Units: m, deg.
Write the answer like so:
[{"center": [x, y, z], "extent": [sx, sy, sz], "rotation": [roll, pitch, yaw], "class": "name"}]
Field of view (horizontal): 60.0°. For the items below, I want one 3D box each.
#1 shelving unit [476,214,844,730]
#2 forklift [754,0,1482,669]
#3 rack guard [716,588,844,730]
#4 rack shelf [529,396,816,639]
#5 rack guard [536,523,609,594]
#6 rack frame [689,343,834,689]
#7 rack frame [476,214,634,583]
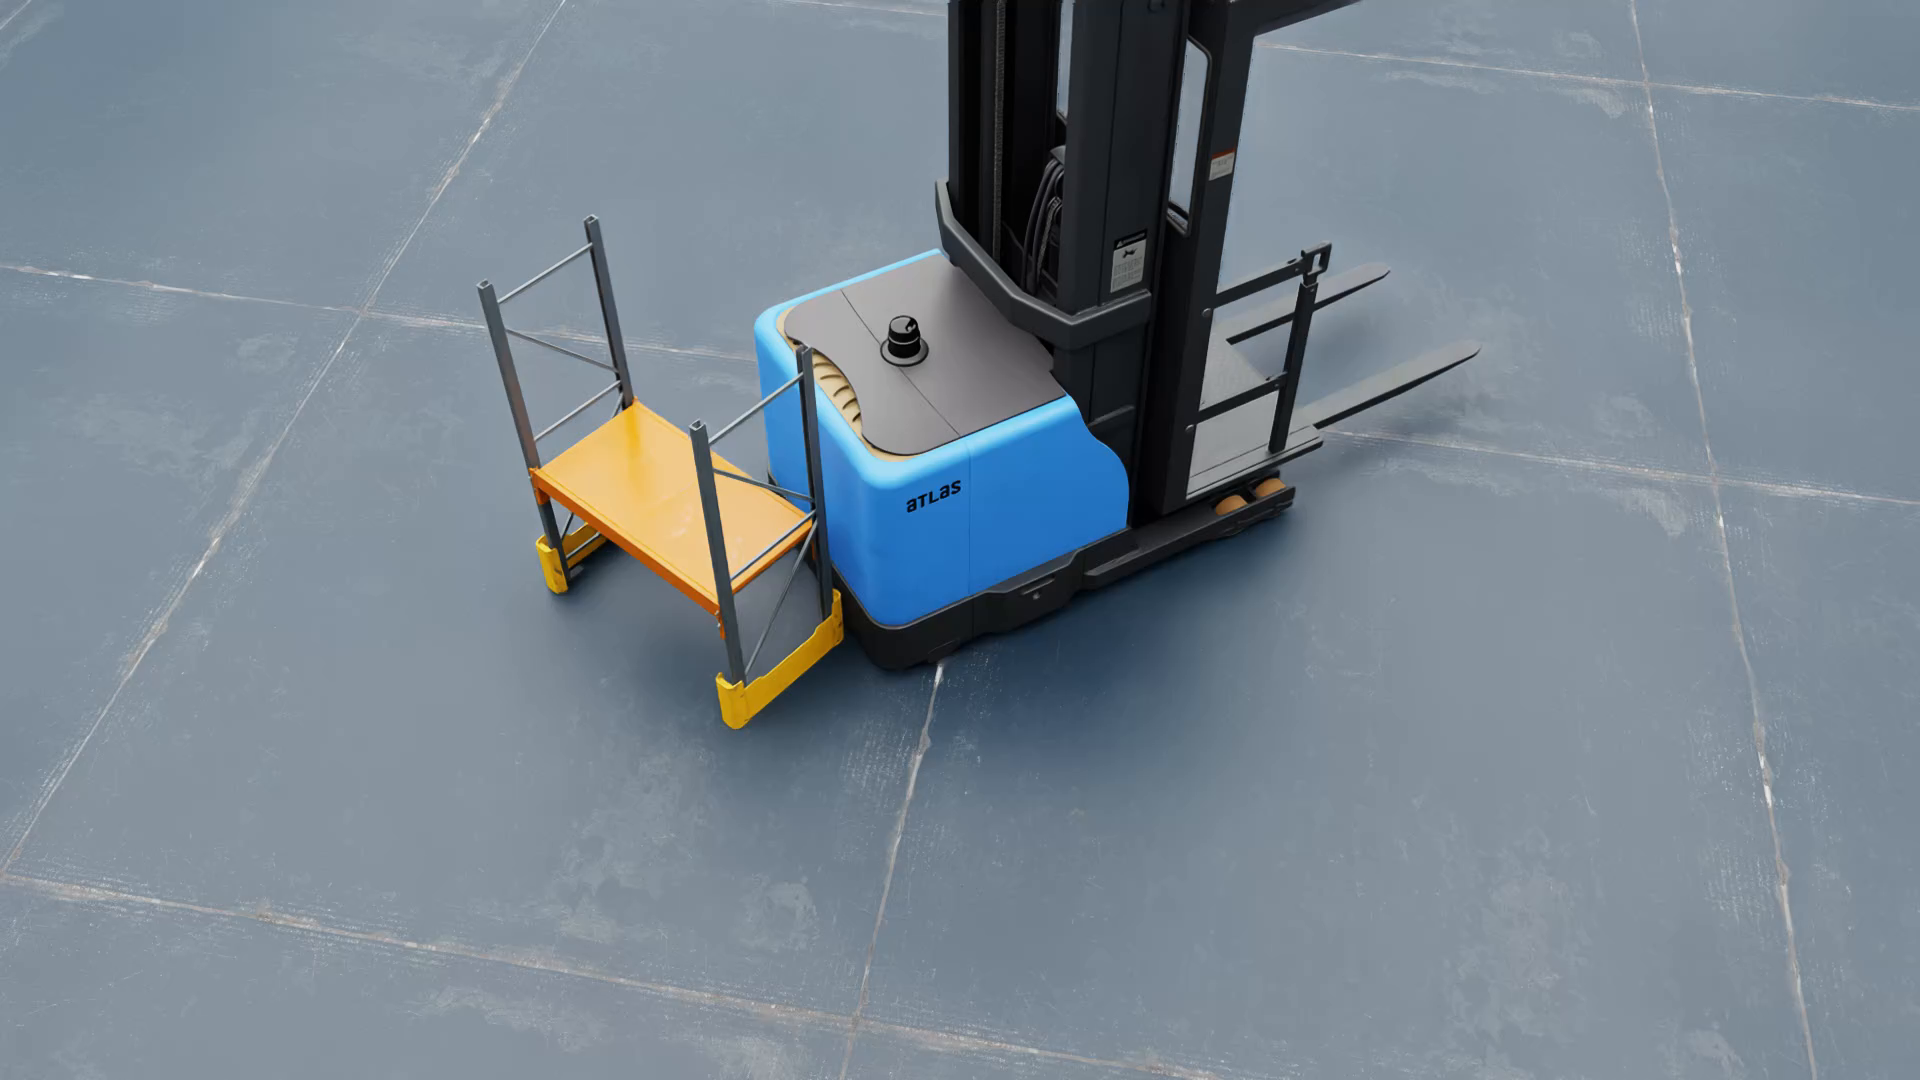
[{"center": [-1.036, -0.227, 5.917], "extent": [1.083, 1.500, 0.587], "rotation": [33, 56, 26], "class": "shelving unit"}, {"center": [0.773, -1.318, 5.936], "extent": [3.031, 2.935, 1.130], "rotation": [-23, 52, -19], "class": "forklift"}, {"center": [-0.658, 0.433, 6.165], "extent": [0.087, 0.250, 0.587], "rotation": [33, 56, 26], "class": "rack guard"}, {"center": [-1.029, -0.102, 6.047], "extent": [1.000, 0.185, 0.538], "rotation": [33, 56, 26], "class": "rack shelf"}, {"center": [-1.413, -0.051, 6.600], "extent": [0.087, 0.250, 0.587], "rotation": [33, 56, 26], "class": "rack guard"}, {"center": [-0.644, 0.025, 5.692], "extent": [0.032, 1.500, 0.500], "rotation": [33, 56, 26], "class": "rack frame"}, {"center": [-1.414, -0.469, 6.135], "extent": [0.032, 1.500, 0.500], "rotation": [33, 56, 26], "class": "rack frame"}]
